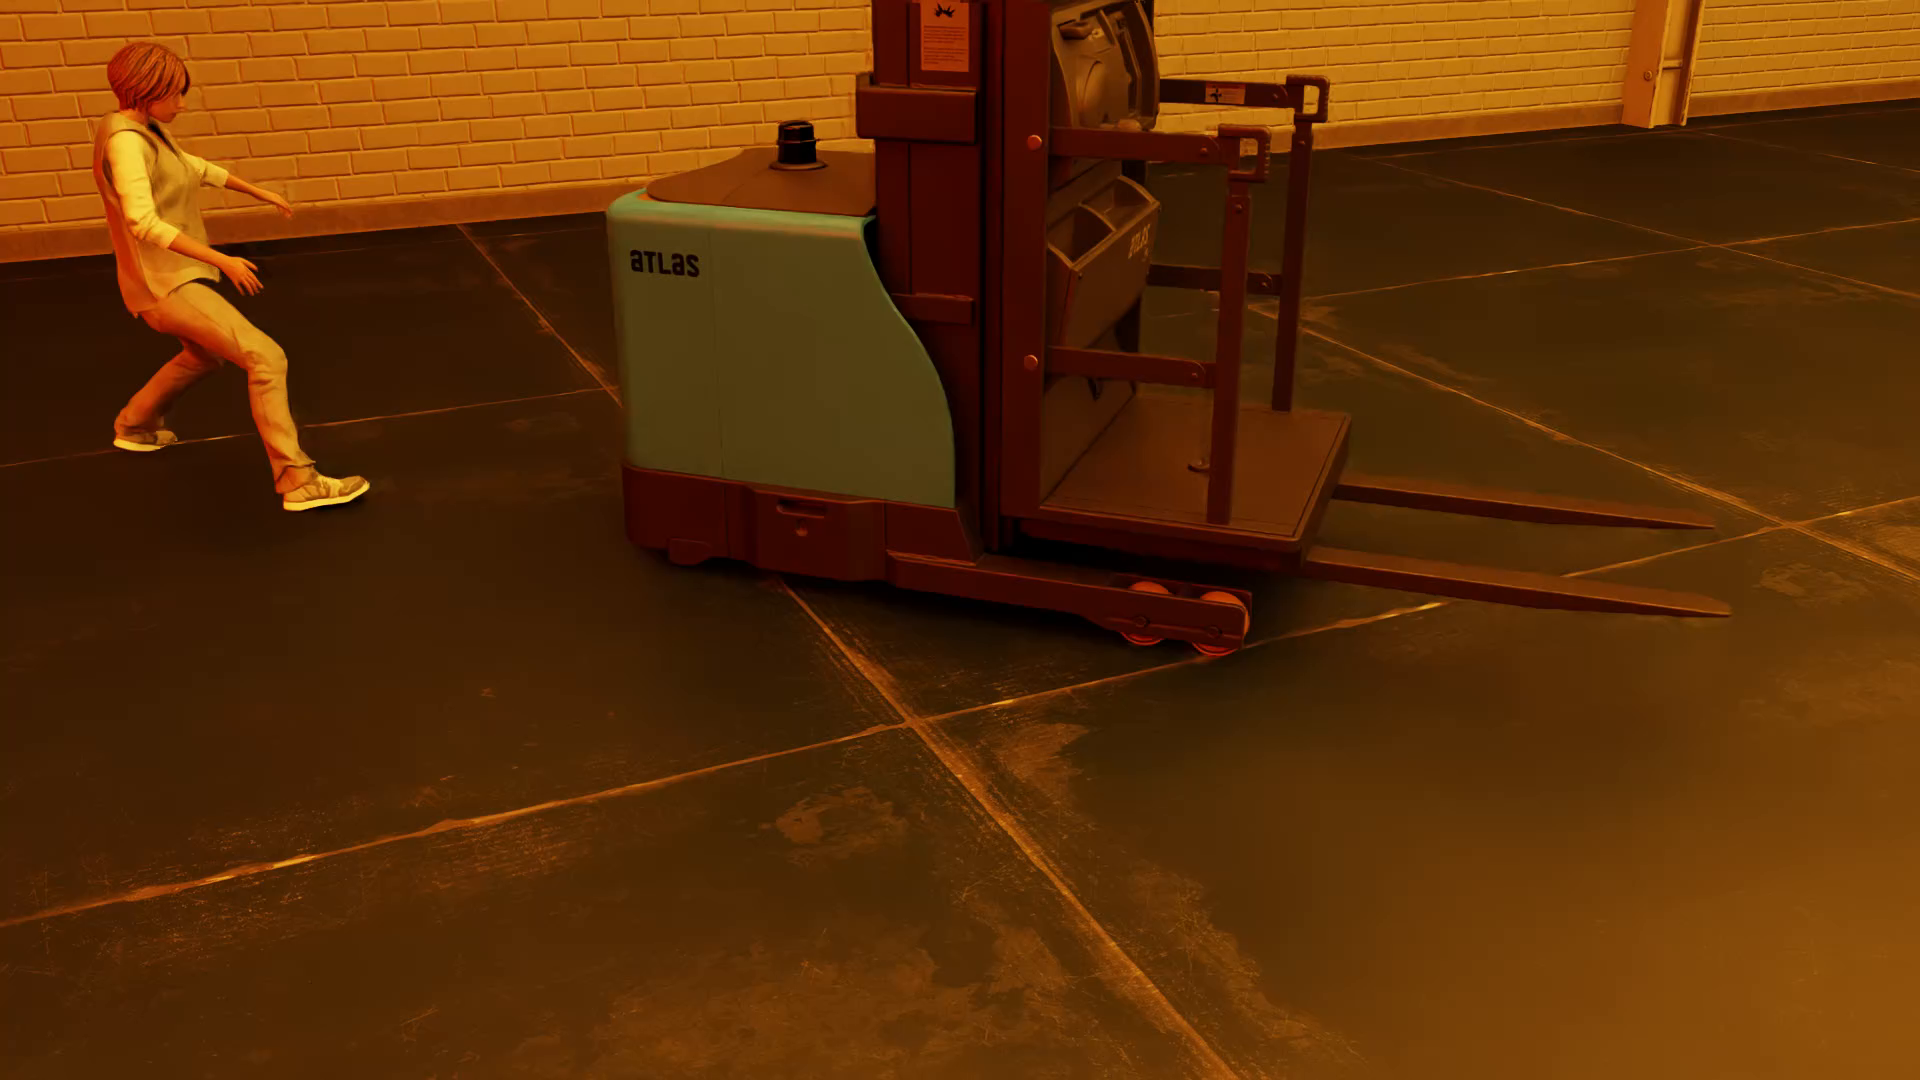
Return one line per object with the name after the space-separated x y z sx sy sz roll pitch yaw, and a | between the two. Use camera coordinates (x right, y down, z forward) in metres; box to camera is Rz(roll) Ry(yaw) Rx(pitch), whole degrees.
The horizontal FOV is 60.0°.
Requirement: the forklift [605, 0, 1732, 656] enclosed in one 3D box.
0.579 -1.278 4.362 3.031 2.935 1.130 8 24 18 | forklift

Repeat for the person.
-2.440 -0.860 5.382 0.882 1.431 0.941 -6 23 -14 | person
